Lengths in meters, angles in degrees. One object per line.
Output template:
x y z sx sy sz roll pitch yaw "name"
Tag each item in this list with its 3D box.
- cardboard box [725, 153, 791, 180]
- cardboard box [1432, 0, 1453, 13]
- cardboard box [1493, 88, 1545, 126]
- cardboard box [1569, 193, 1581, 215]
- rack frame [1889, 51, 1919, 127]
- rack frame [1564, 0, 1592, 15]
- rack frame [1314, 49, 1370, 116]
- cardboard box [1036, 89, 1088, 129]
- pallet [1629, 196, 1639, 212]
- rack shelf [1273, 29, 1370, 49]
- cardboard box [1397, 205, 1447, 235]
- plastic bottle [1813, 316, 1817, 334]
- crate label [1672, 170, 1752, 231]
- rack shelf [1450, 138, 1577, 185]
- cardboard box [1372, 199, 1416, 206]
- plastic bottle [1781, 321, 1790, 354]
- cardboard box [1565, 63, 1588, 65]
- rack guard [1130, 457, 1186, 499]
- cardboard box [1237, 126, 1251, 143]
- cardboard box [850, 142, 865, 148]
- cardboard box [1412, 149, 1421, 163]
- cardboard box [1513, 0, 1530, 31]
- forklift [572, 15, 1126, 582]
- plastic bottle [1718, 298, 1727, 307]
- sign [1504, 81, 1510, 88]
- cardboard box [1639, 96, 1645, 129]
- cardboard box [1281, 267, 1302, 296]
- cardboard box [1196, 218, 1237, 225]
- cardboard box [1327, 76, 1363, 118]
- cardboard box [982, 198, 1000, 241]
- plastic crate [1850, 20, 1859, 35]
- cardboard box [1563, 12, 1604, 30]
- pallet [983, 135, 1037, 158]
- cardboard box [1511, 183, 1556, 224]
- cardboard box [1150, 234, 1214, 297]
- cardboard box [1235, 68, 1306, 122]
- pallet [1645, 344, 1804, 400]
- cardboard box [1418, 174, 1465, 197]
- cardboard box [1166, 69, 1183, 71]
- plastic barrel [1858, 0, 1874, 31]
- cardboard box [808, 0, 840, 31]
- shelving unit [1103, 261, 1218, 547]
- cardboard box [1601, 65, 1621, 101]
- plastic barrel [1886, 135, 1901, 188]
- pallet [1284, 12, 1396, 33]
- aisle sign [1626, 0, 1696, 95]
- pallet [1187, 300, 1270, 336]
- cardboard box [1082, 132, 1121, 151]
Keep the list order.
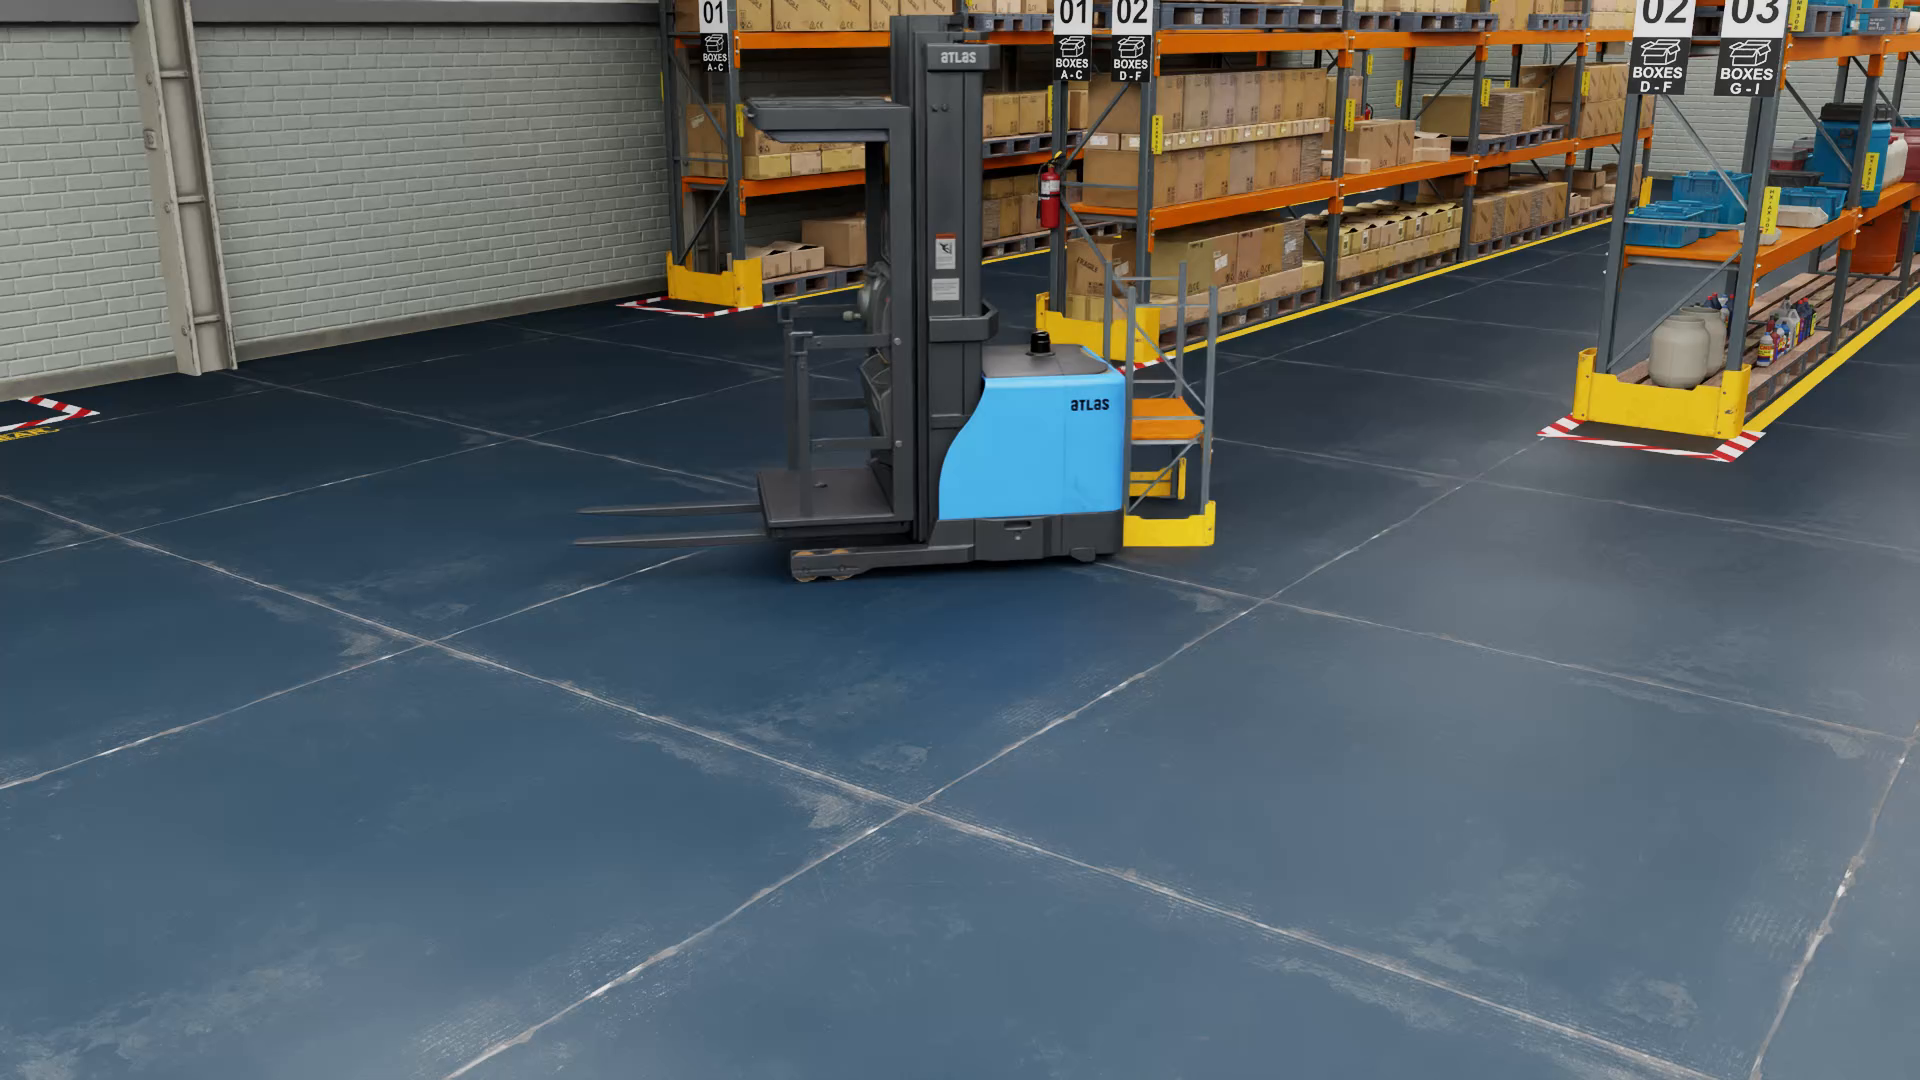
-2.173 -4.024 17.863 0.500 0.250 0.500 12 21 33 "cardboard box"
5.505 -6.372 19.693 0.500 0.250 0.500 13 22 36 "cardboard box"
7.950 -6.185 23.725 0.700 0.500 0.500 5 18 16 "cardboard box"
8.835 -4.997 24.571 0.500 0.311 0.500 12 21 35 "cardboard box"
12.387 -5.133 21.217 1.000 3.000 0.127 12 21 35 "rack frame"
8.412 -8.875 23.148 1.000 3.000 0.127 12 21 35 "rack frame"
6.814 -7.837 29.922 1.000 3.000 0.127 12 21 35 "rack frame"
1.464 -5.938 22.896 0.700 0.500 0.500 10 20 30 "cardboard box"
10.275 -5.422 26.849 1.003 0.211 1.213 12 21 35 "pallet"
5.623 -8.449 28.050 1.077 0.370 4.000 12 21 35 "rack shelf"
5.610 -3.919 20.288 0.500 0.311 0.500 12 21 34 "cardboard box"
7.655 -1.960 14.975 0.097 0.201 0.097 0 17 0 "plastic bottle"
6.117 -2.778 13.573 0.502 0.435 0.616 12 21 35 "crate label"
7.220 -5.190 22.611 1.077 0.370 4.000 12 21 35 "rack shelf"
5.480 -4.139 20.998 0.500 0.311 0.500 13 22 37 "cardboard box"
6.953 -1.713 14.061 0.097 0.271 0.097 0 17 0 "plastic bottle"
9.409 -7.063 25.576 0.500 0.500 0.500 12 21 34 "cardboard box"
1.139 -0.391 10.582 0.587 0.250 0.087 -1 17 -2 "rack guard"
2.585 -3.930 16.080 0.380 0.149 0.250 13 21 35 "cardboard box"
-1.280 -4.746 18.922 0.500 0.500 0.500 13 22 36 "cardboard box"
5.314 -4.623 19.997 0.380 0.149 0.250 14 22 39 "cardboard box"
6.875 -6.892 21.654 0.910 0.500 0.500 12 21 35 "cardboard box"
-0.646 -1.340 9.117 3.031 2.935 1.130 -3 17 -9 "forklift"
6.908 -2.057 15.161 0.152 0.276 0.135 13 22 37 "plastic bottle"
7.971 -6.517 24.213 0.100 0.325 0.005 12 21 35 "sign"
10.440 -6.731 26.193 0.500 0.500 0.500 13 21 35 "cardboard box"
3.238 -2.725 17.390 0.500 0.250 0.500 12 21 35 "cardboard box"
2.521 -3.056 17.192 0.500 0.500 0.500 12 21 35 "cardboard box"
6.519 -7.857 29.481 0.980 0.700 0.700 14 22 37 "cardboard box"
0.090 -4.173 21.598 0.700 0.500 0.500 13 22 37 "cardboard box"
6.989 -4.081 13.214 0.243 0.136 0.396 12 21 35 "plastic crate"
8.900 -7.443 23.848 0.500 0.250 0.500 12 21 35 "cardboard box"
0.237 -5.043 21.250 1.003 0.211 1.213 12 21 35 "pallet"
8.046 -4.742 23.428 0.500 0.500 0.500 13 21 35 "cardboard box"
2.056 -2.605 15.738 0.500 0.500 0.500 12 21 35 "cardboard box"
3.086 -4.544 16.963 0.700 0.500 0.500 12 21 35 "cardboard box"
6.461 -1.452 14.063 1.003 0.211 1.213 12 21 35 "pallet"
6.427 -4.710 22.061 0.500 0.250 0.500 13 22 37 "cardboard box"
3.347 -7.132 25.684 0.500 0.250 0.500 12 21 33 "cardboard box"
8.529 -5.371 16.078 0.600 0.901 0.708 12 21 35 "plastic barrel"
-1.664 -5.797 18.094 0.500 0.500 0.500 14 22 37 "cardboard box"
1.159 -0.841 9.922 0.587 1.500 1.083 -1 17 -2 "shelving unit"
9.532 -6.843 24.866 0.500 0.500 0.500 12 21 33 "cardboard box"
9.312 -3.851 16.899 0.421 0.512 0.421 0 17 0 "plastic barrel"
4.160 -5.658 18.170 0.805 0.209 1.217 11 21 33 "pallet"
4.956 -3.552 11.741 0.394 0.787 0.004 12 21 35 "aisle sign"
2.411 -2.299 16.790 1.003 0.211 1.213 12 21 35 "pallet"
1.336 -3.634 15.125 0.380 0.149 0.250 12 21 34 "cardboard box"
